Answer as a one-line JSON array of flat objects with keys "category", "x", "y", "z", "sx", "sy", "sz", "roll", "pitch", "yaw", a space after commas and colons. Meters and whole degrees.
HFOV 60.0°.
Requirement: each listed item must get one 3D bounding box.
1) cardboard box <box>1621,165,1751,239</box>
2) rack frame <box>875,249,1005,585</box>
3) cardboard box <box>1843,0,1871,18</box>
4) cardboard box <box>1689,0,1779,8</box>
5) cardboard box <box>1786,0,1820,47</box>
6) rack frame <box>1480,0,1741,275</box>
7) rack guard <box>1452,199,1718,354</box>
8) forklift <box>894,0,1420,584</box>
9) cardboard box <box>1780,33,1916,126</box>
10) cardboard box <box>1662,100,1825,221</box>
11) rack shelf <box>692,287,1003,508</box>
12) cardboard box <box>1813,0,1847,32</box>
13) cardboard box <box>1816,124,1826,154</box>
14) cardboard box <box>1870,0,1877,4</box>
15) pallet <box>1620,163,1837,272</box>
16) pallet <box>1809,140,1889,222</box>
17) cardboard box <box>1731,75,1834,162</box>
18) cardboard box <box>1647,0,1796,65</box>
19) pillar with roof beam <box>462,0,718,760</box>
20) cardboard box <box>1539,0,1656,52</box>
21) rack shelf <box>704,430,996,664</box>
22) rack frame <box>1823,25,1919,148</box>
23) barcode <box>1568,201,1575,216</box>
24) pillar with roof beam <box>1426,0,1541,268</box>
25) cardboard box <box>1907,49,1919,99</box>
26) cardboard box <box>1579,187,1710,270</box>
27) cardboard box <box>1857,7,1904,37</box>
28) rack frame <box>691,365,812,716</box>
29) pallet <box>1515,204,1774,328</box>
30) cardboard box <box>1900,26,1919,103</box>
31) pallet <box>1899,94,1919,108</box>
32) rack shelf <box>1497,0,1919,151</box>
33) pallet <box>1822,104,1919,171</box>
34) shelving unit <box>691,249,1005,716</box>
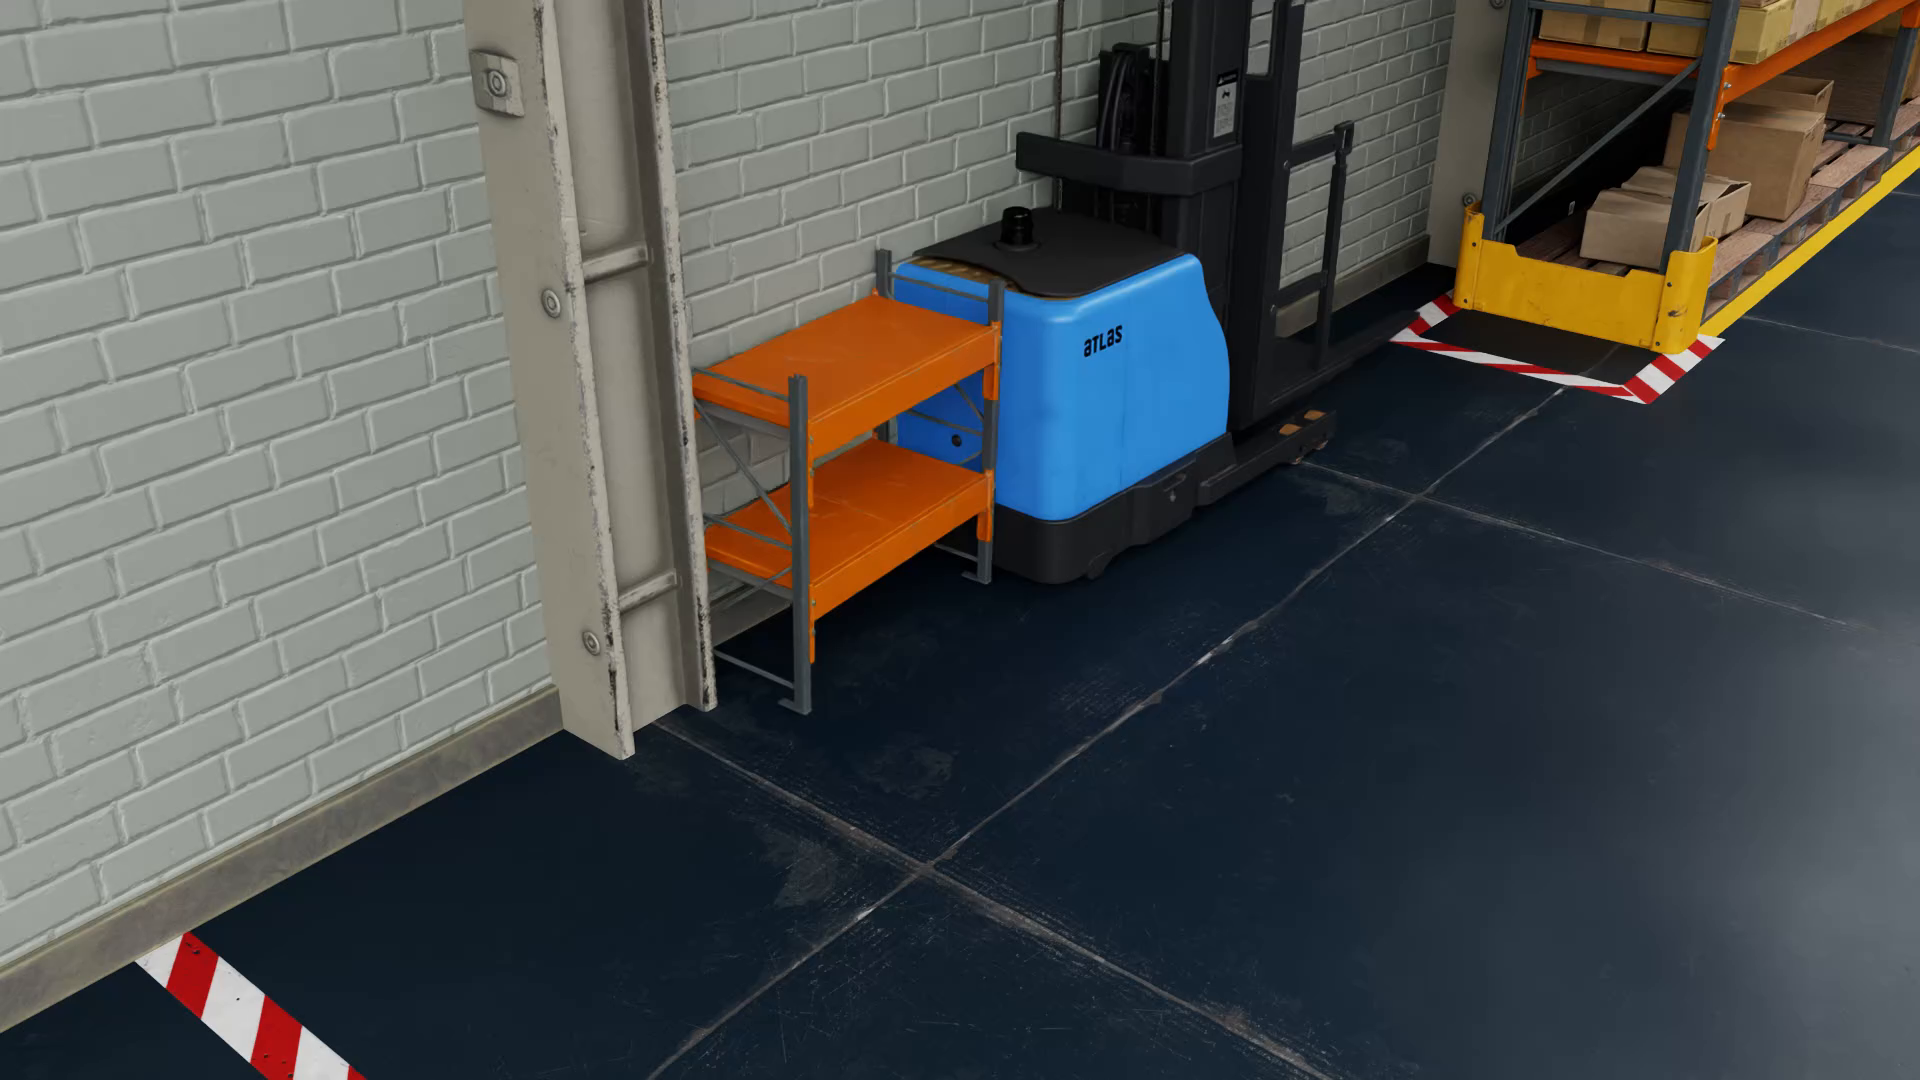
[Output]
[{"category": "cardboard box", "x": 3.906, "y": -1.836, "z": 8.982, "sx": 0.500, "sy": 0.311, "sz": 0.500, "roll": 24, "pitch": 36, "yaw": 38}, {"category": "rack frame", "x": -0.086, "y": -0.413, "z": 5.761, "sx": 0.500, "sy": 1.125, "sz": 0.032, "roll": 20, "pitch": 33, "yaw": 29}, {"category": "cardboard box", "x": 4.561, "y": -2.982, "z": 8.891, "sx": 0.500, "sy": 0.250, "sz": 0.500, "roll": 21, "pitch": 34, "yaw": 35}, {"category": "cardboard box", "x": 3.570, "y": -2.771, "z": 7.666, "sx": 0.500, "sy": 0.500, "sz": 0.500, "roll": 21, "pitch": 34, "yaw": 34}, {"category": "cardboard box", "x": 3.909, "y": -2.625, "z": 8.200, "sx": 0.500, "sy": 0.250, "sz": 0.500, "roll": 20, "pitch": 33, "yaw": 33}, {"category": "rack frame", "x": 3.034, "y": -2.414, "z": 7.651, "sx": 1.000, "sy": 3.000, "sz": 0.127, "roll": 21, "pitch": 34, "yaw": 34}, {"category": "rack guard", "x": 3.082, "y": -1.330, "z": 8.278, "sx": 1.175, "sy": 0.500, "sz": 0.348, "roll": 21, "pitch": 34, "yaw": 34}, {"category": "forklift", "x": 0.928, "y": -1.748, "z": 6.439, "sx": 1.130, "sy": 2.935, "sz": 3.031, "roll": 22, "pitch": 34, "yaw": 35}, {"category": "cardboard box", "x": 6.034, "y": -3.183, "z": 11.380, "sx": 0.700, "sy": 0.500, "sz": 0.500, "roll": 22, "pitch": 35, "yaw": 36}, {"category": "cardboard box", "x": 4.411, "y": -2.166, "z": 9.413, "sx": 0.700, "sy": 0.500, "sz": 0.500, "roll": 18, "pitch": 33, "yaw": 31}, {"category": "rack shelf", "x": -0.363, "y": -0.478, "z": 5.248, "sx": 0.538, "sy": 0.278, "sz": 1.000, "roll": 20, "pitch": 33, "yaw": 29}, {"category": "cardboard box", "x": 4.237, "y": -2.803, "z": 8.546, "sx": 0.500, "sy": 0.250, "sz": 0.500, "roll": 20, "pitch": 34, "yaw": 34}, {"category": "cardboard box", "x": 5.261, "y": -2.571, "z": 10.559, "sx": 0.380, "sy": 0.166, "sz": 0.250, "roll": 16, "pitch": 31, "yaw": 28}, {"category": "cardboard box", "x": 4.880, "y": -3.161, "z": 9.237, "sx": 0.500, "sy": 0.250, "sz": 0.500, "roll": 21, "pitch": 34, "yaw": 34}, {"category": "pallet", "x": 4.403, "y": -1.911, "z": 9.713, "sx": 1.003, "sy": 0.211, "sz": 1.213, "roll": 21, "pitch": 34, "yaw": 34}, {"category": "pallet", "x": 5.178, "y": -2.345, "z": 10.553, "sx": 1.003, "sy": 0.211, "sz": 1.213, "roll": 21, "pitch": 34, "yaw": 34}, {"category": "cardboard box", "x": 4.949, "y": -2.537, "z": 10.132, "sx": 0.500, "sy": 0.500, "sz": 0.500, "roll": 18, "pitch": 32, "yaw": 31}, {"category": "cardboard box", "x": 3.589, "y": -2.436, "z": 7.836, "sx": 0.500, "sy": 0.250, "sz": 0.500, "roll": 20, "pitch": 33, "yaw": 33}, {"category": "pillar with roof beam", "x": 2.317, "y": -2.194, "z": 0.697, "sx": 9.100, "sy": 9.000, "sz": 0.400, "roll": 21, "pitch": 34, "yaw": 34}, {"category": "cardboard box", "x": 3.182, "y": -2.578, "z": 8.111, "sx": 0.500, "sy": 0.250, "sz": 0.500, "roll": 21, "pitch": 34, "yaw": 35}, {"category": "rack shelf", "x": -0.380, "y": -0.006, "z": 5.504, "sx": 0.538, "sy": 0.278, "sz": 1.000, "roll": 20, "pitch": 33, "yaw": 29}, {"category": "rack frame", "x": 5.578, "y": -3.832, "z": 10.393, "sx": 1.000, "sy": 3.000, "sz": 0.127, "roll": 21, "pitch": 34, "yaw": 34}, {"category": "barcode", "x": 3.246, "y": -1.761, "z": 8.828, "sx": 0.001, "sy": 0.075, "sz": 0.075, "roll": 21, "pitch": 34, "yaw": 34}, {"category": "pillar with roof beam", "x": 6.134, "y": -4.321, "z": 4.809, "sx": 9.100, "sy": 9.000, "sz": 0.400, "roll": 21, "pitch": 34, "yaw": 34}, {"category": "cardboard box", "x": 6.679, "y": -3.550, "z": 12.089, "sx": 0.700, "sy": 0.500, "sz": 0.500, "roll": 21, "pitch": 34, "yaw": 35}, {"category": "cardboard box", "x": 3.544, "y": -1.634, "z": 8.591, "sx": 0.500, "sy": 0.311, "sz": 0.500, "roll": 17, "pitch": 32, "yaw": 29}, {"category": "cardboard box", "x": 6.311, "y": -3.673, "z": 11.511, "sx": 0.500, "sy": 0.250, "sz": 0.500, "roll": 20, "pitch": 33, "yaw": 33}, {"category": "rack frame", "x": -0.659, "y": -0.028, "z": 5.014, "sx": 0.500, "sy": 1.125, "sz": 0.032, "roll": 20, "pitch": 33, "yaw": 29}, {"category": "pallet", "x": 3.626, "y": -1.480, "z": 8.881, "sx": 1.003, "sy": 0.211, "sz": 1.213, "roll": 21, "pitch": 34, "yaw": 34}, {"category": "cardboard box", "x": 6.324, "y": -3.381, "z": 11.762, "sx": 0.700, "sy": 0.500, "sz": 0.500, "roll": 20, "pitch": 33, "yaw": 33}, {"category": "pallet", "x": 6.848, "y": -3.304, "z": 12.408, "sx": 1.003, "sy": 0.211, "sz": 1.213, "roll": 21, "pitch": 34, "yaw": 34}, {"category": "rack shelf", "x": 4.306, "y": -2.803, "z": 9.187, "sx": 1.077, "sy": 0.370, "sz": 4.000, "roll": 21, "pitch": 34, "yaw": 34}, {"category": "pallet", "x": 6.072, "y": -2.870, "z": 11.568, "sx": 1.003, "sy": 0.211, "sz": 1.213, "roll": 21, "pitch": 34, "yaw": 34}, {"category": "shelving unit", "x": -0.372, "y": -0.221, "z": 5.387, "sx": 0.538, "sy": 1.125, "sz": 1.048, "roll": 20, "pitch": 33, "yaw": 29}]
